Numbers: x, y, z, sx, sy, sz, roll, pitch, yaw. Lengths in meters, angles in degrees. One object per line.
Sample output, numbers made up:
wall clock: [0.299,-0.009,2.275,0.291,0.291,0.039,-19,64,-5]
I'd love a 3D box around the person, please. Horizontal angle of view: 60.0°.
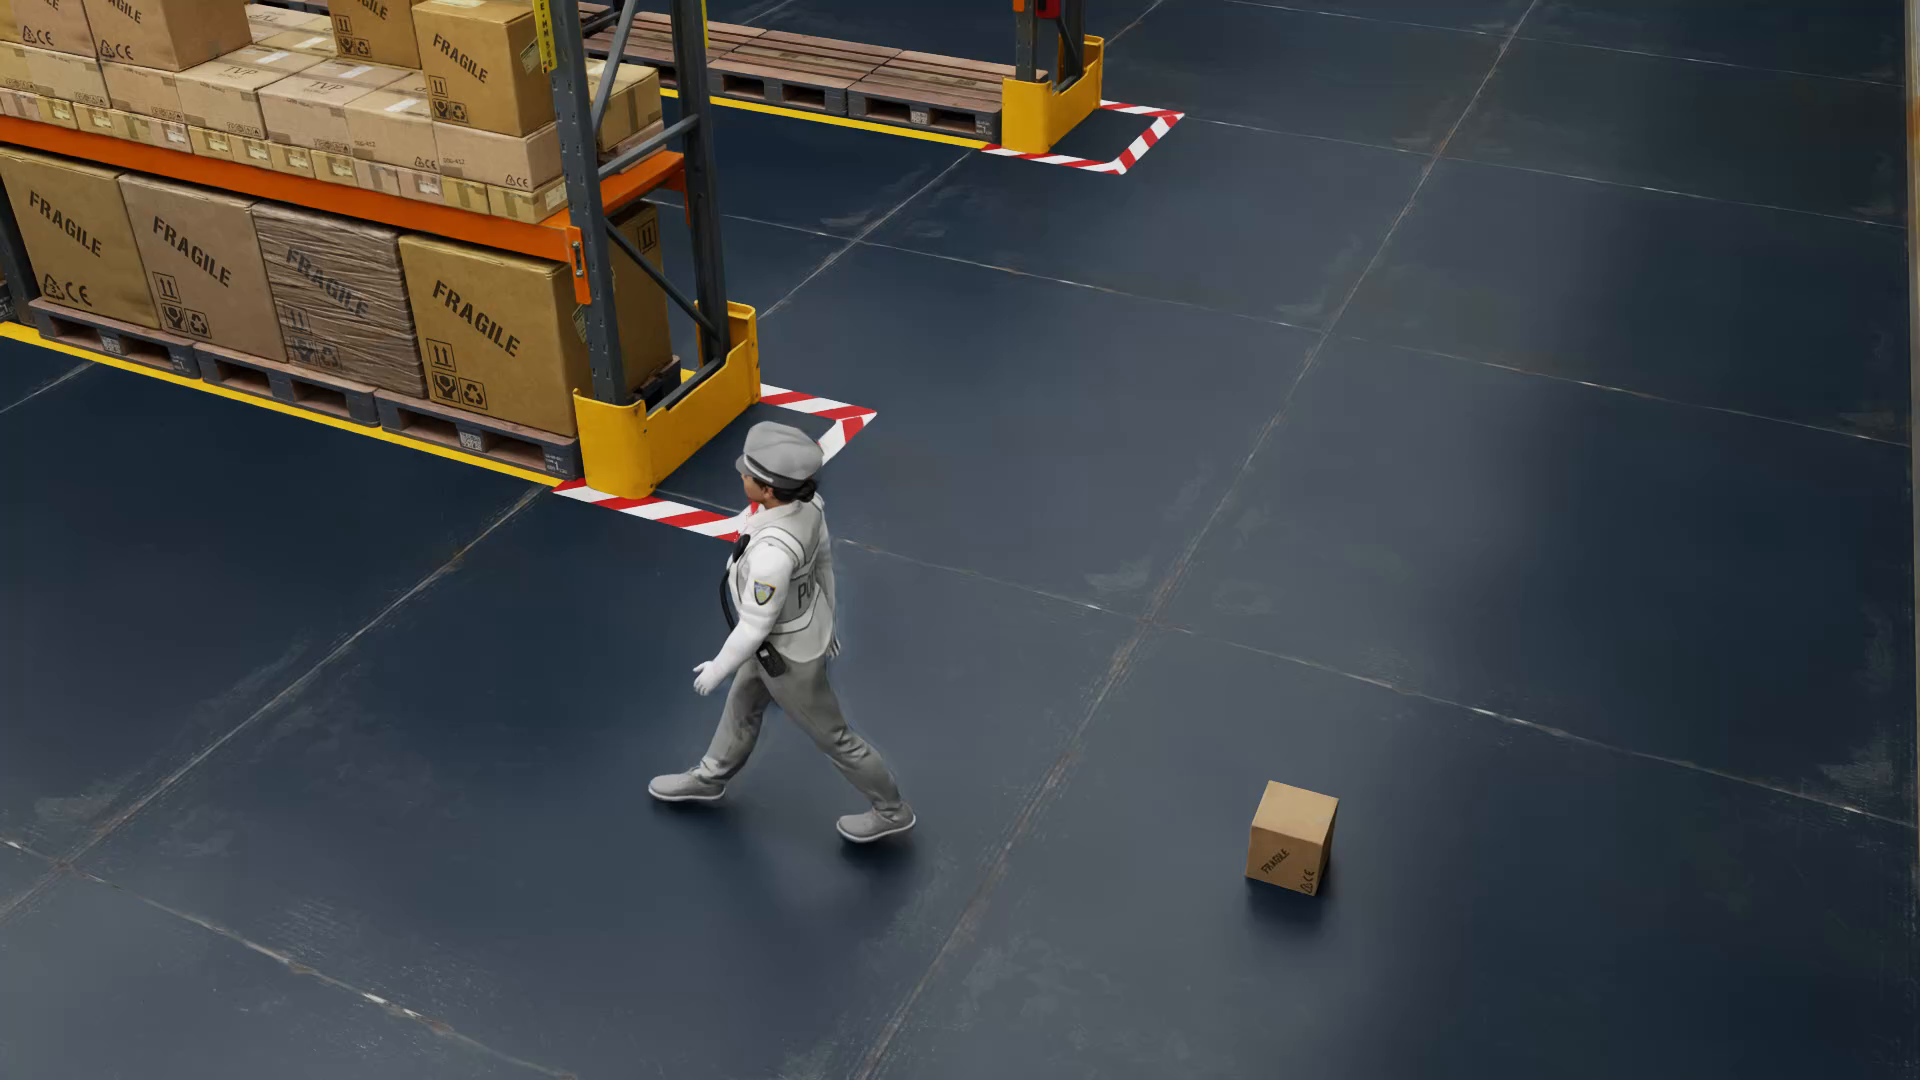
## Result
person: [-0.701,0.340,5.599,1.028,1.631,0.489,2,34,3]
